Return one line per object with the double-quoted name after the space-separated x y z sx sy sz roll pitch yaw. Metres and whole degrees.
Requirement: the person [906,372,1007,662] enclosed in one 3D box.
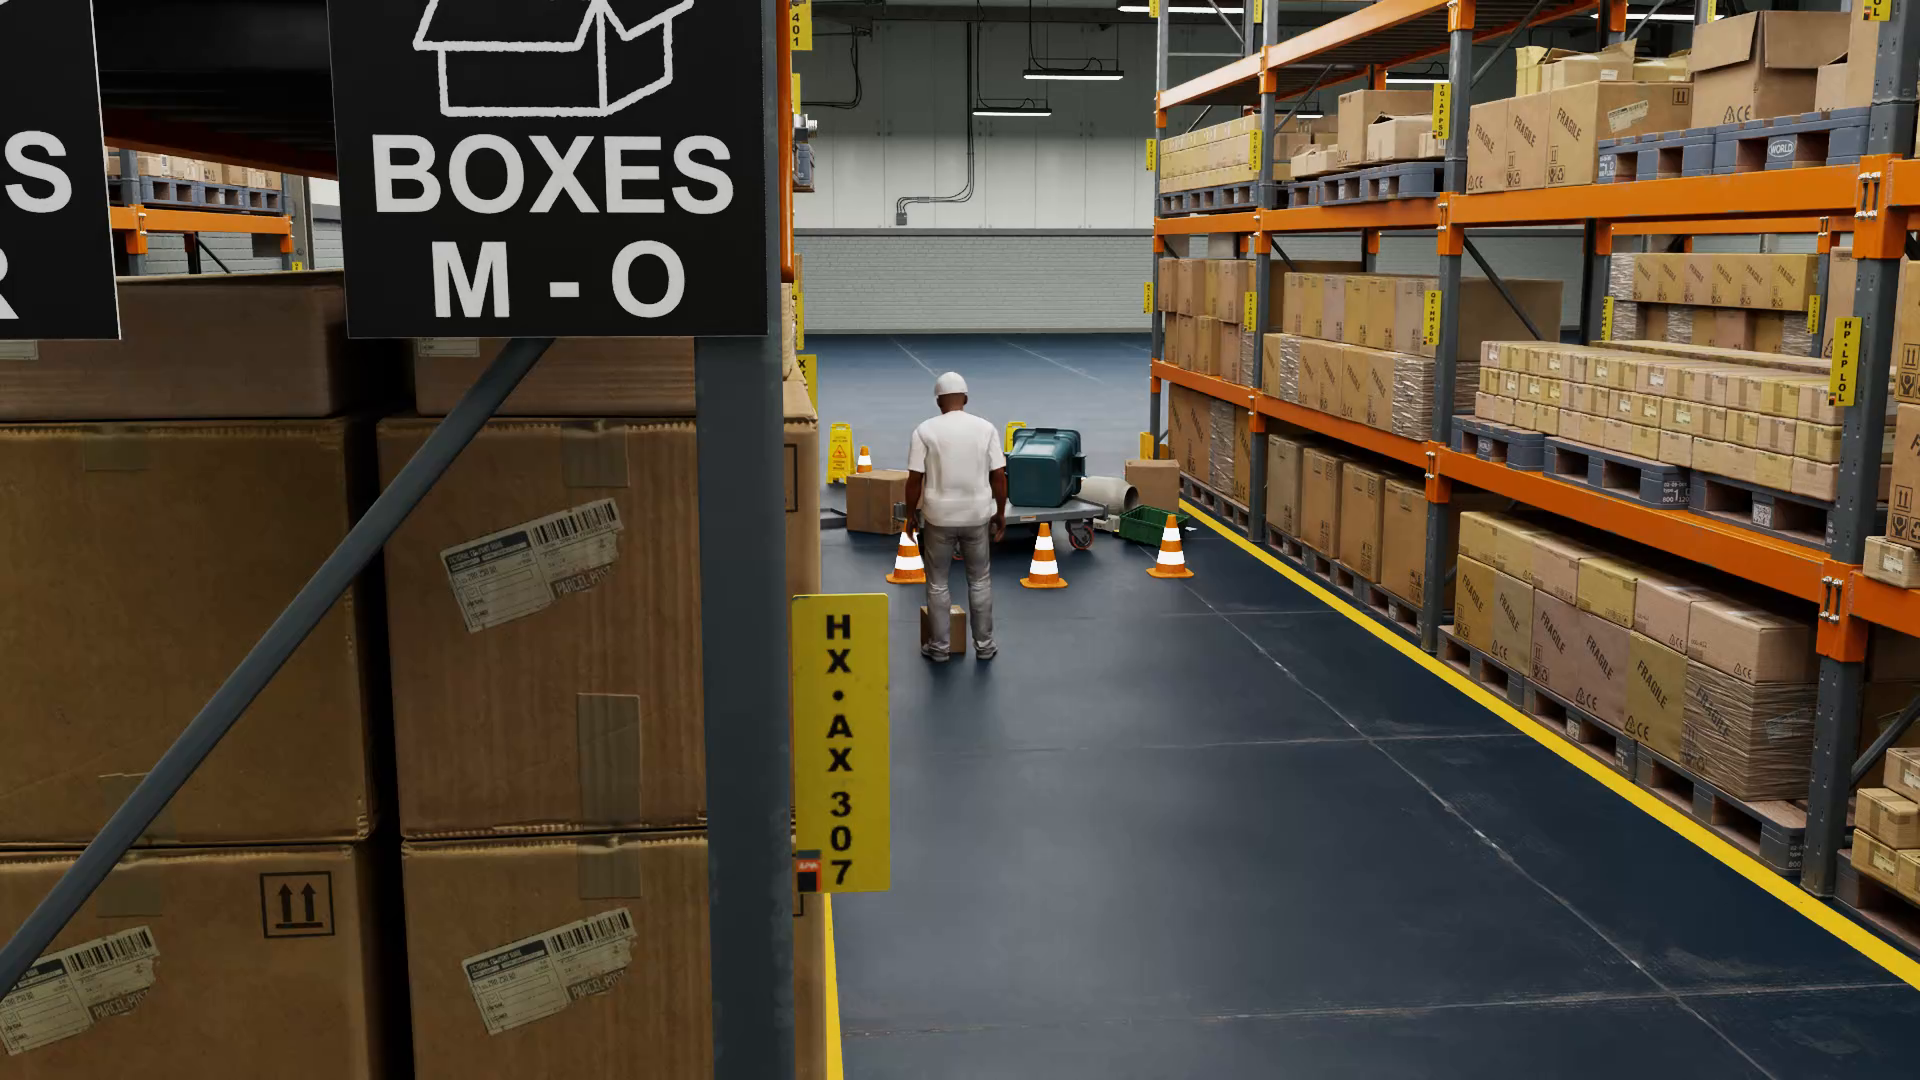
-0.024 -0.140 10.159 0.628 1.757 0.458 -1 10 -8 "person"
